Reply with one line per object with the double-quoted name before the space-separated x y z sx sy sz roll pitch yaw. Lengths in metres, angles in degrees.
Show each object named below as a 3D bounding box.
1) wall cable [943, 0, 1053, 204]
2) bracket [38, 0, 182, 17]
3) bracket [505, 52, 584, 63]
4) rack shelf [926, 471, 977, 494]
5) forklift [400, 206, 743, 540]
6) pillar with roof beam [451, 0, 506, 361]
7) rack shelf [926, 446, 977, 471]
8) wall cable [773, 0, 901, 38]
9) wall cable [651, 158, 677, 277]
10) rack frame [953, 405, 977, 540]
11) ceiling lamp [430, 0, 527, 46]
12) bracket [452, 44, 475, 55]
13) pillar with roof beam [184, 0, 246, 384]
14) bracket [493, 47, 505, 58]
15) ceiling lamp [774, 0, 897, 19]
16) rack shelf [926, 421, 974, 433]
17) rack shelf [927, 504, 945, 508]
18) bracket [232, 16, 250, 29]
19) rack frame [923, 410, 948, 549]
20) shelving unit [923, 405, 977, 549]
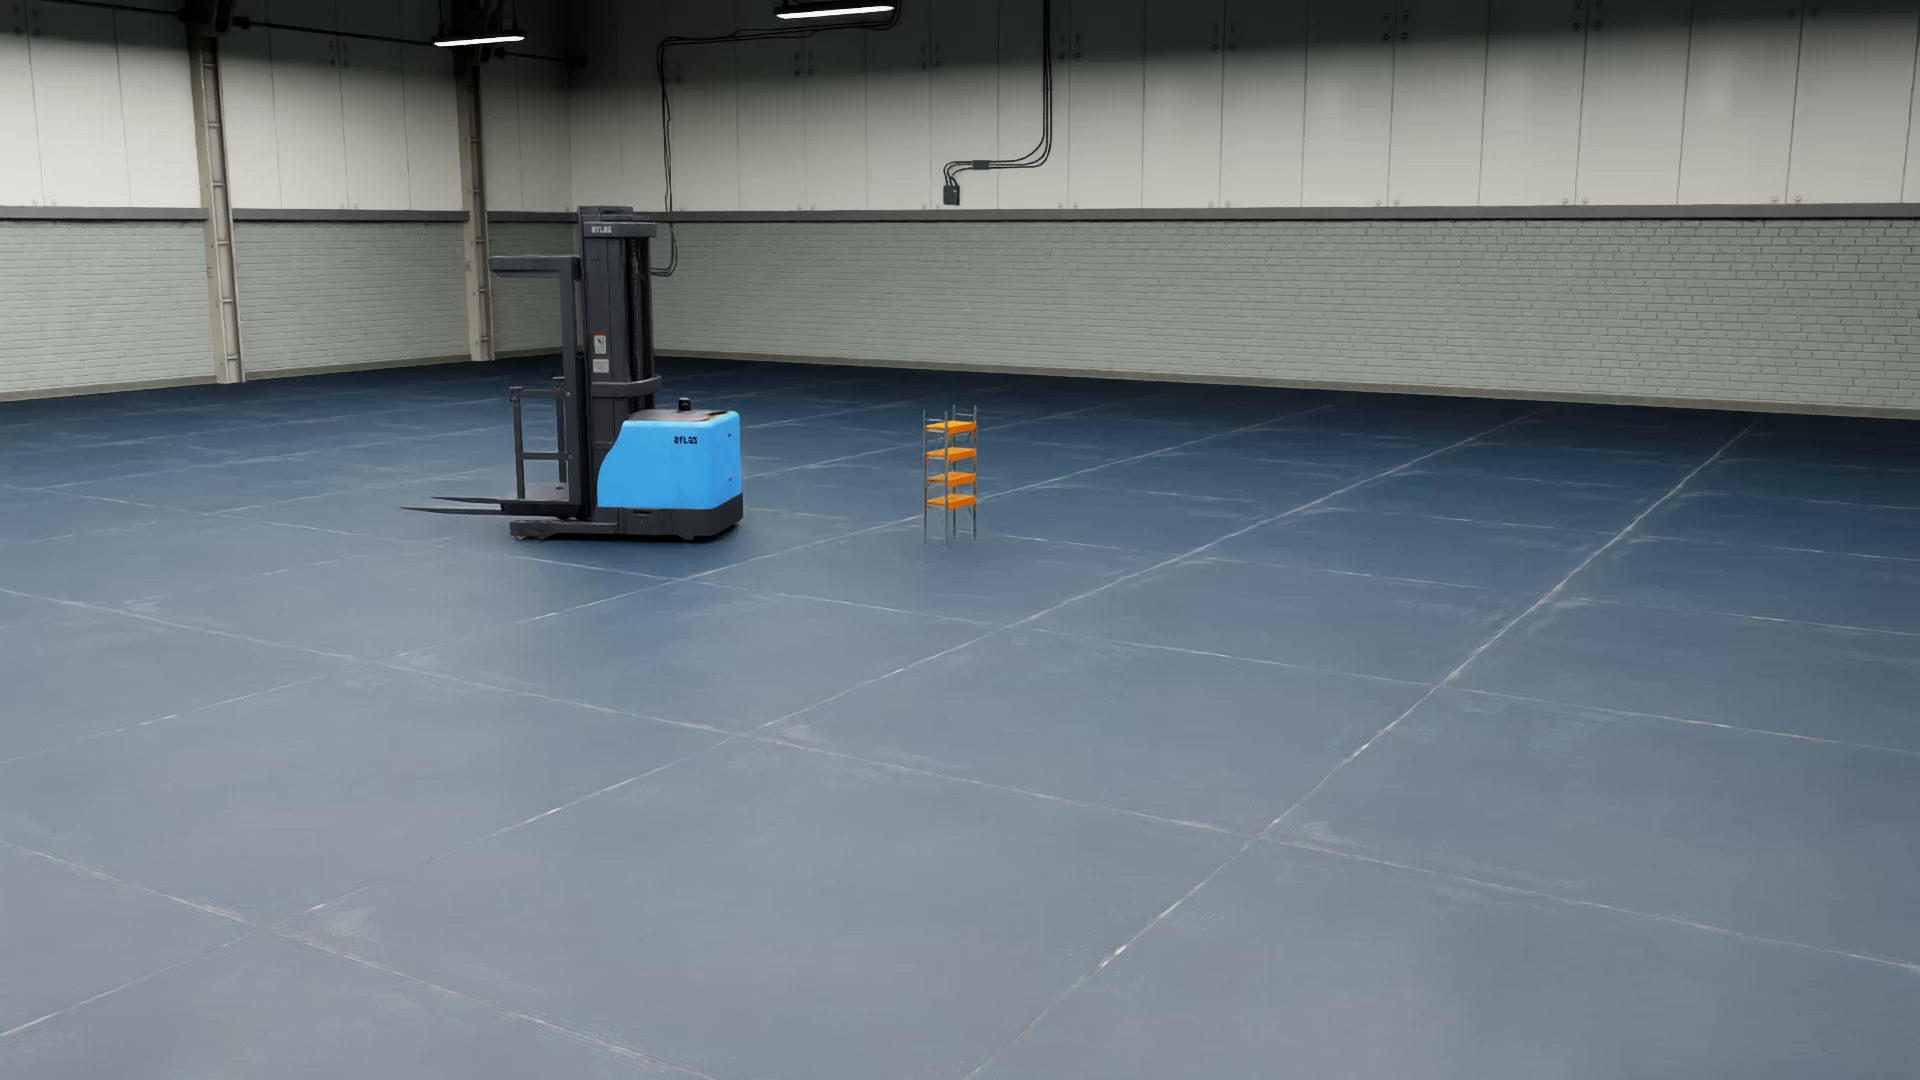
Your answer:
"wall cable" 0.683 -9.316 30.932 2.305 6.003 0.169 6 12 31
"bracket" -14.447 -8.538 26.237 0.076 0.066 4.783 6 12 31
"bracket" -8.640 -10.297 35.634 0.076 0.066 3.189 6 12 31
"rack shelf" -0.086 -0.498 14.632 0.258 0.148 0.480 6 12 31
"forklift" -3.591 -1.539 15.122 3.031 2.935 1.130 2 11 8
"pillar with roof beam" -6.403 -7.805 32.106 9.100 9.000 0.548 6 12 31
"rack shelf" -0.086 -0.717 14.590 0.258 0.148 0.480 6 12 31
"wall cable" -2.466 -11.191 32.546 3.097 2.526 0.112 6 12 31
"wall cable" -7.423 -7.027 36.389 3.097 2.526 0.112 6 12 31
"rack frame" 0.041 -0.602 14.824 0.240 1.200 0.015 6 12 31
"ceiling lamp" -8.029 -10.024 28.096 2.000 3.185 0.800 6 12 31
"bracket" -9.995 -9.887 33.442 0.235 0.232 0.430 6 12 31
"pillar with roof beam" -9.518 -6.862 27.066 9.100 9.000 0.400 6 12 31
"bracket" -9.564 -10.017 34.140 0.235 0.232 0.430 6 12 31
"ceiling lamp" -1.713 -9.318 24.325 2.000 3.185 0.800 6 12 31
"rack shelf" -0.086 -0.988 14.540 0.221 0.050 0.457 6 12 31
"rack shelf" -0.086 -0.331 14.663 0.199 0.029 0.442 6 12 31
"bracket" -12.679 -9.074 29.099 0.235 0.232 0.430 6 12 31
"rack frame" -0.213 -0.525 14.414 0.240 1.200 0.015 6 12 31
"shelving unit" -0.086 -0.564 14.619 0.258 1.200 0.503 6 12 31
